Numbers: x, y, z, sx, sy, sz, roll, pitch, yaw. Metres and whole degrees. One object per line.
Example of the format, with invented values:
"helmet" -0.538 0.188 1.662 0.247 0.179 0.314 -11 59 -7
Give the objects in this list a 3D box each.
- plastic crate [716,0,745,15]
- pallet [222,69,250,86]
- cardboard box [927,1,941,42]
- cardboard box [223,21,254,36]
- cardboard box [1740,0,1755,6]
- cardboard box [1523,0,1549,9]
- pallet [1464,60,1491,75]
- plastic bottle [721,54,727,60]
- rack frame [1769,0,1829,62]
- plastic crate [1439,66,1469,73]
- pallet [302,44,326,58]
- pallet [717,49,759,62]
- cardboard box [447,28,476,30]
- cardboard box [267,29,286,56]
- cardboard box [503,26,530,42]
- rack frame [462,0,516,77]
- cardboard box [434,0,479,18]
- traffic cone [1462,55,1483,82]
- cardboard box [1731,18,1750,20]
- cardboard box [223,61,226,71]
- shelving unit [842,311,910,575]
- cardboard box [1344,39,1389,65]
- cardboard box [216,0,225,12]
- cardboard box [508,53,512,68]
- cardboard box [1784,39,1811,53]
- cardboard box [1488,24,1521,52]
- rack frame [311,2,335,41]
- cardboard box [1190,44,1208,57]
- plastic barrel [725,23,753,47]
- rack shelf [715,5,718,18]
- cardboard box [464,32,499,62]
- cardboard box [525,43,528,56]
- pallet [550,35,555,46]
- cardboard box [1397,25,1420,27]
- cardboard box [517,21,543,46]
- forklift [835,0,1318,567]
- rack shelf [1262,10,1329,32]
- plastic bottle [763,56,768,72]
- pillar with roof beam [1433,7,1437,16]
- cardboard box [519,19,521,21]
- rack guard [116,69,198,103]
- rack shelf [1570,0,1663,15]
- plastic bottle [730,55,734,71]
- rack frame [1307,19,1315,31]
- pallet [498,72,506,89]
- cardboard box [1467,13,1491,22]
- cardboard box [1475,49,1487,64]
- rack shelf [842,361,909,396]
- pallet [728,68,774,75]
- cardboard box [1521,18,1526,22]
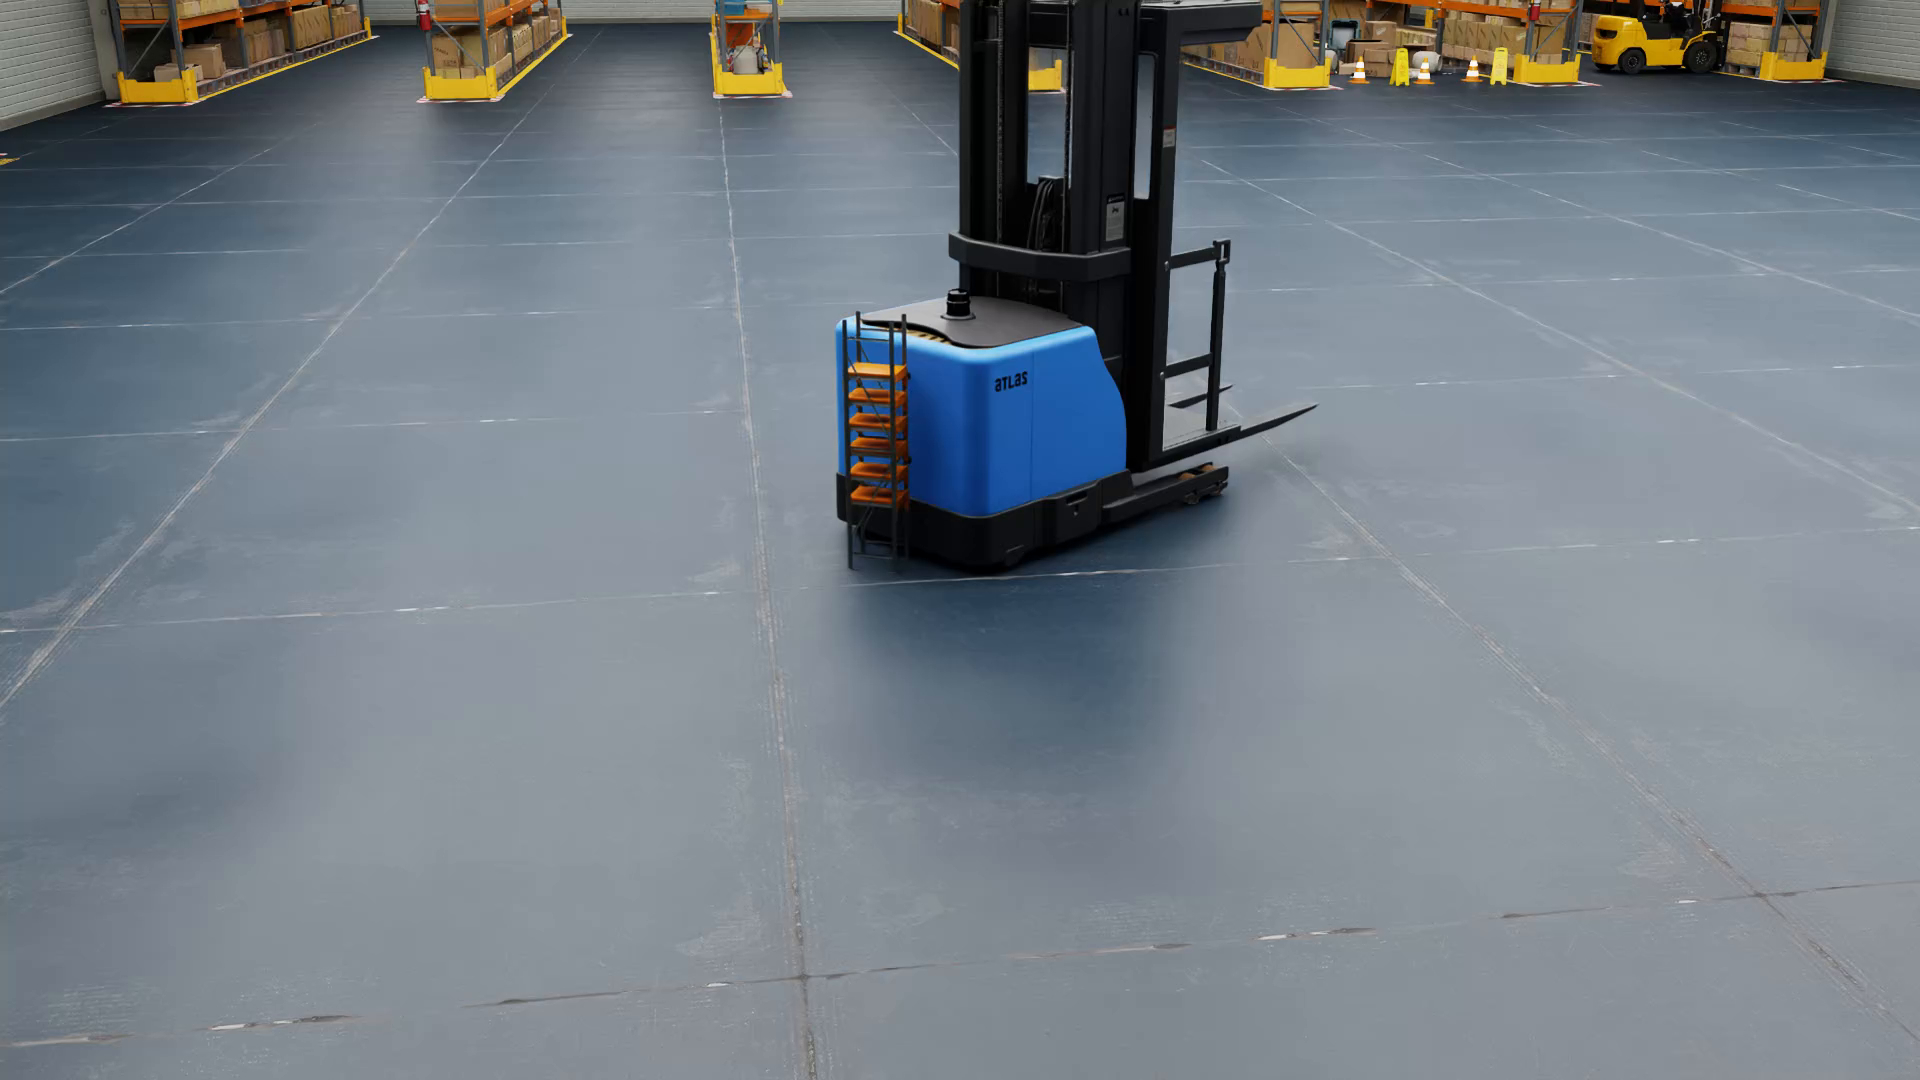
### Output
"plastic crate" -4.030 -9.362 29.206 0.499 0.251 0.616 -3 21 -8
"pallet" -13.910 -8.621 30.997 1.003 0.211 1.213 -3 21 -8
"cardboard box" -0.114 -12.043 38.610 1.225 0.875 0.875 -3 21 -8
"cardboard box" -14.310 -10.131 32.926 0.500 0.250 0.500 -4 21 -9
"cardboard box" 15.561 -10.658 32.323 0.500 0.500 0.500 -2 21 -6
"cardboard box" 10.780 -10.024 31.126 0.380 0.149 0.250 -2 21 -6
"pallet" 10.780 -9.447 33.209 1.003 0.211 1.213 -3 21 -8
"plastic bottle" -4.390 -8.954 31.166 0.152 0.276 0.135 -3 21 -9
"rack frame" 15.957 -10.274 31.438 1.000 3.000 0.127 -3 21 -8
"plastic crate" 9.884 -9.455 33.417 0.402 0.080 0.583 -11 23 -26
"pallet" -14.830 -10.935 37.193 1.003 0.211 1.213 -3 21 -8
"pallet" -4.742 -10.466 35.937 1.003 0.211 1.213 -3 21 -8
"cardboard box" -9.304 -9.320 31.141 0.500 0.500 0.500 -3 21 -8
"cardboard box" -14.463 -10.332 34.535 0.700 0.500 0.500 -3 21 -7
"cardboard box" -9.317 -10.617 34.884 0.500 0.311 0.500 -3 21 -9
"rack frame" -9.141 -10.409 31.800 1.000 3.000 0.127 -3 21 -8
"cardboard box" -8.619 -9.234 28.508 0.700 0.500 0.500 -3 21 -8
"traffic cone" 9.707 -8.918 31.432 0.336 0.463 0.334 -3 21 -8
"cardboard box" 15.790 -10.525 34.010 0.500 0.250 0.500 -3 21 -7
"cardboard box" -13.935 -8.853 31.054 0.380 0.166 0.250 -6 21 -15
"shelving unit" -0.384 -0.441 7.681 0.258 1.200 0.189 6 21 15
"cardboard box" 8.144 -9.721 33.329 0.797 0.637 0.503 -3 21 -8
"cardboard box" -13.522 -9.602 29.825 0.500 0.250 0.500 -3 21 -8
"cardboard box" -8.858 -9.169 31.807 0.500 0.250 0.500 -3 21 -8
"cardboard box" 16.095 -9.590 32.222 0.500 0.250 0.500 -3 21 -7
"cardboard box" 10.594 -9.727 32.231 0.500 0.500 0.500 -2 21 -6
"rack frame" -15.195 -12.928 38.543 1.000 3.000 0.127 -3 21 -8
"cardboard box" 5.407 -10.476 34.593 1.050 0.750 0.750 -3 21 -8
"plastic barrel" -4.903 -11.392 36.930 0.600 0.830 0.708 -3 21 -8
"rack shelf" -4.527 -11.013 34.445 1.077 0.370 4.000 -3 21 -8
"cardboard box" -8.580 -8.827 29.820 0.500 0.500 0.500 -3 21 -8
"cardboard box" -9.253 -10.181 34.516 0.500 0.250 0.500 -2 21 -7
"pallet" -10.392 -12.111 40.340 1.003 0.211 1.213 -3 21 -8
"cardboard box" 9.964 -11.562 38.041 0.950 0.372 0.625 -4 21 -11
"cardboard box" -9.648 -11.356 37.279 0.500 0.500 0.500 -3 21 -8
"forklift" 0.785 -1.670 8.499 3.031 2.935 1.130 -19 28 -41
"rack shelf" 5.874 -10.093 31.982 1.077 0.370 4.000 -3 21 -8
"plastic bottle" -3.615 -8.844 30.880 0.097 0.271 0.097 0 20 0
"pillar with roof beam" 9.894 -19.386 47.260 9.100 9.000 0.400 -3 21 -8
"cardboard box" -10.313 -11.677 38.137 0.500 0.500 0.500 -3 21 -7
"rack guard" -13.476 -7.629 27.927 1.175 0.500 0.348 -3 21 -8
"rack shelf" 15.092 -12.015 37.126 1.077 0.370 4.000 -3 21 -8
"plastic bottle" -4.264 -8.915 31.051 0.061 0.283 0.133 -3 21 -8
"rack frame" 9.316 -14.177 41.888 1.000 3.000 0.127 -3 21 -8
"pallet" -8.888 -8.402 30.411 1.003 0.211 1.213 -3 21 -8
"cardboard box" 10.363 -10.436 33.202 0.380 0.149 0.250 -2 21 -5
"cardboard box" 10.515 -9.558 32.850 0.500 0.250 0.500 -4 21 -10
"rack shelf" -0.385 -0.736 7.570 0.258 0.103 0.180 6 21 15
"pallet" -4.004 -8.694 31.191 1.003 0.211 1.213 -3 21 -8
"cardboard box" 14.228 -12.919 41.491 0.500 0.500 0.500 -4 21 -9
